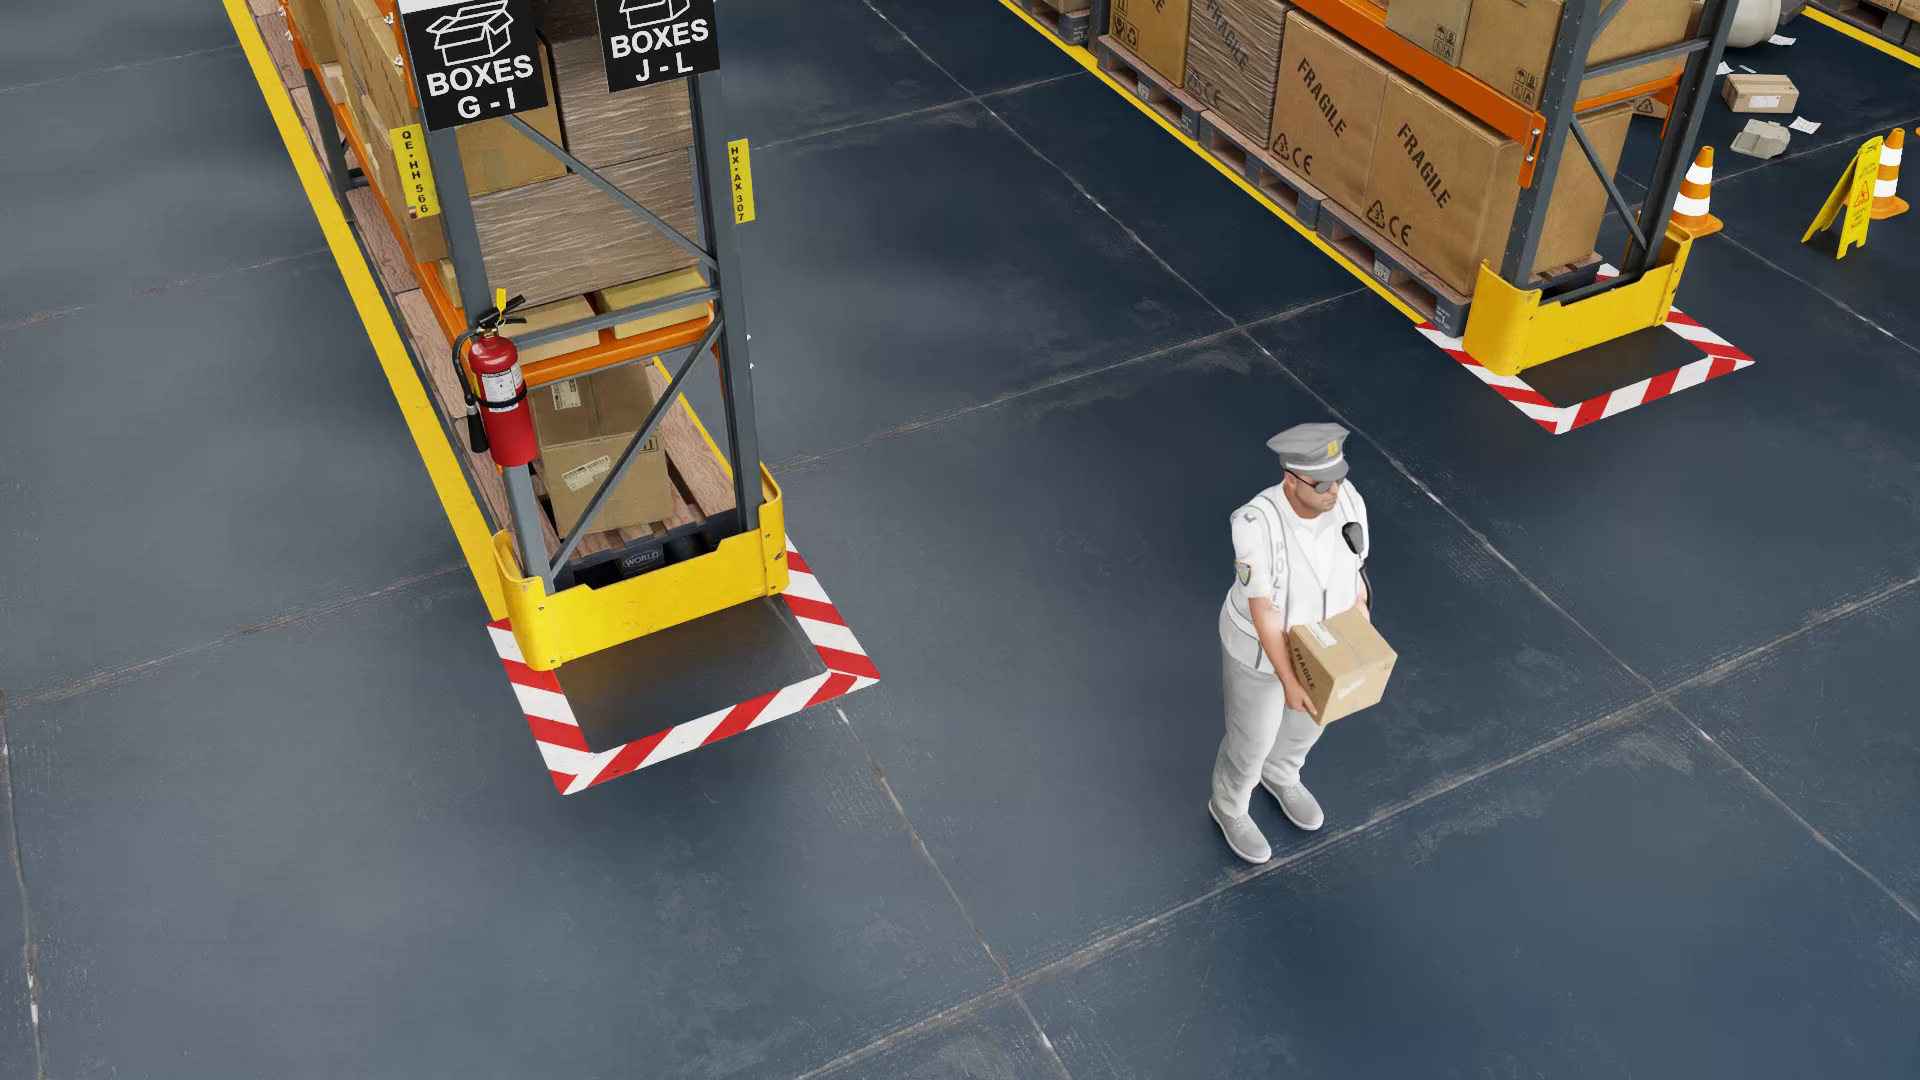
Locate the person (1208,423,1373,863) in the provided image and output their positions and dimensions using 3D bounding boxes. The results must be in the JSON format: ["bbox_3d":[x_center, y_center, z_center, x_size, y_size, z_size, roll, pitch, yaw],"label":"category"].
[{"bbox_3d":[1.168,0.390,5.693,0.492,1.770,0.565,-18,44,-20],"label":"person"}]
